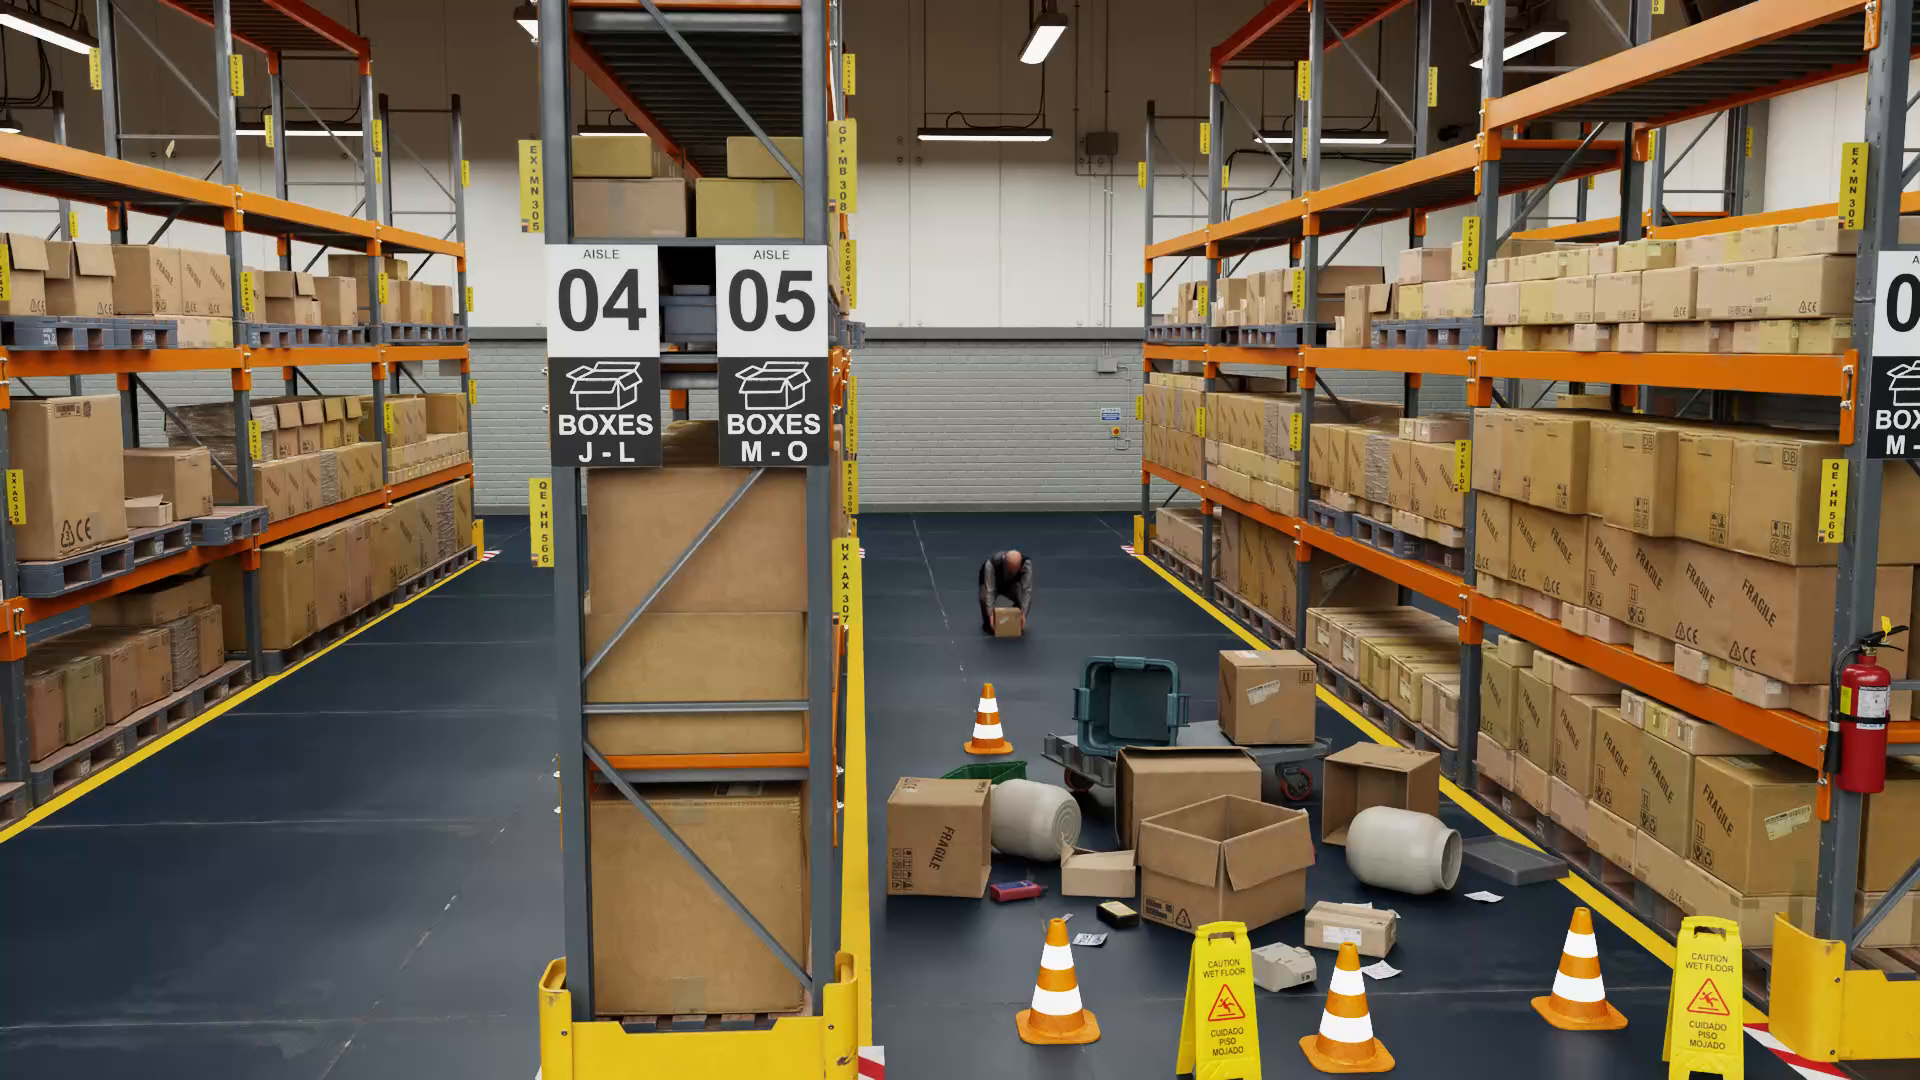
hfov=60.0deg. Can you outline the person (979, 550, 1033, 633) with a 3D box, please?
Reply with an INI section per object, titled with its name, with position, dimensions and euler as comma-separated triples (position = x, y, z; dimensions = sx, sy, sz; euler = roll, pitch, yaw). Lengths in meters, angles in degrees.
[person]
position = 0.449, 0.477, 16.607
dimensions = 0.530, 0.840, 0.875
euler = 0, 7, -4
